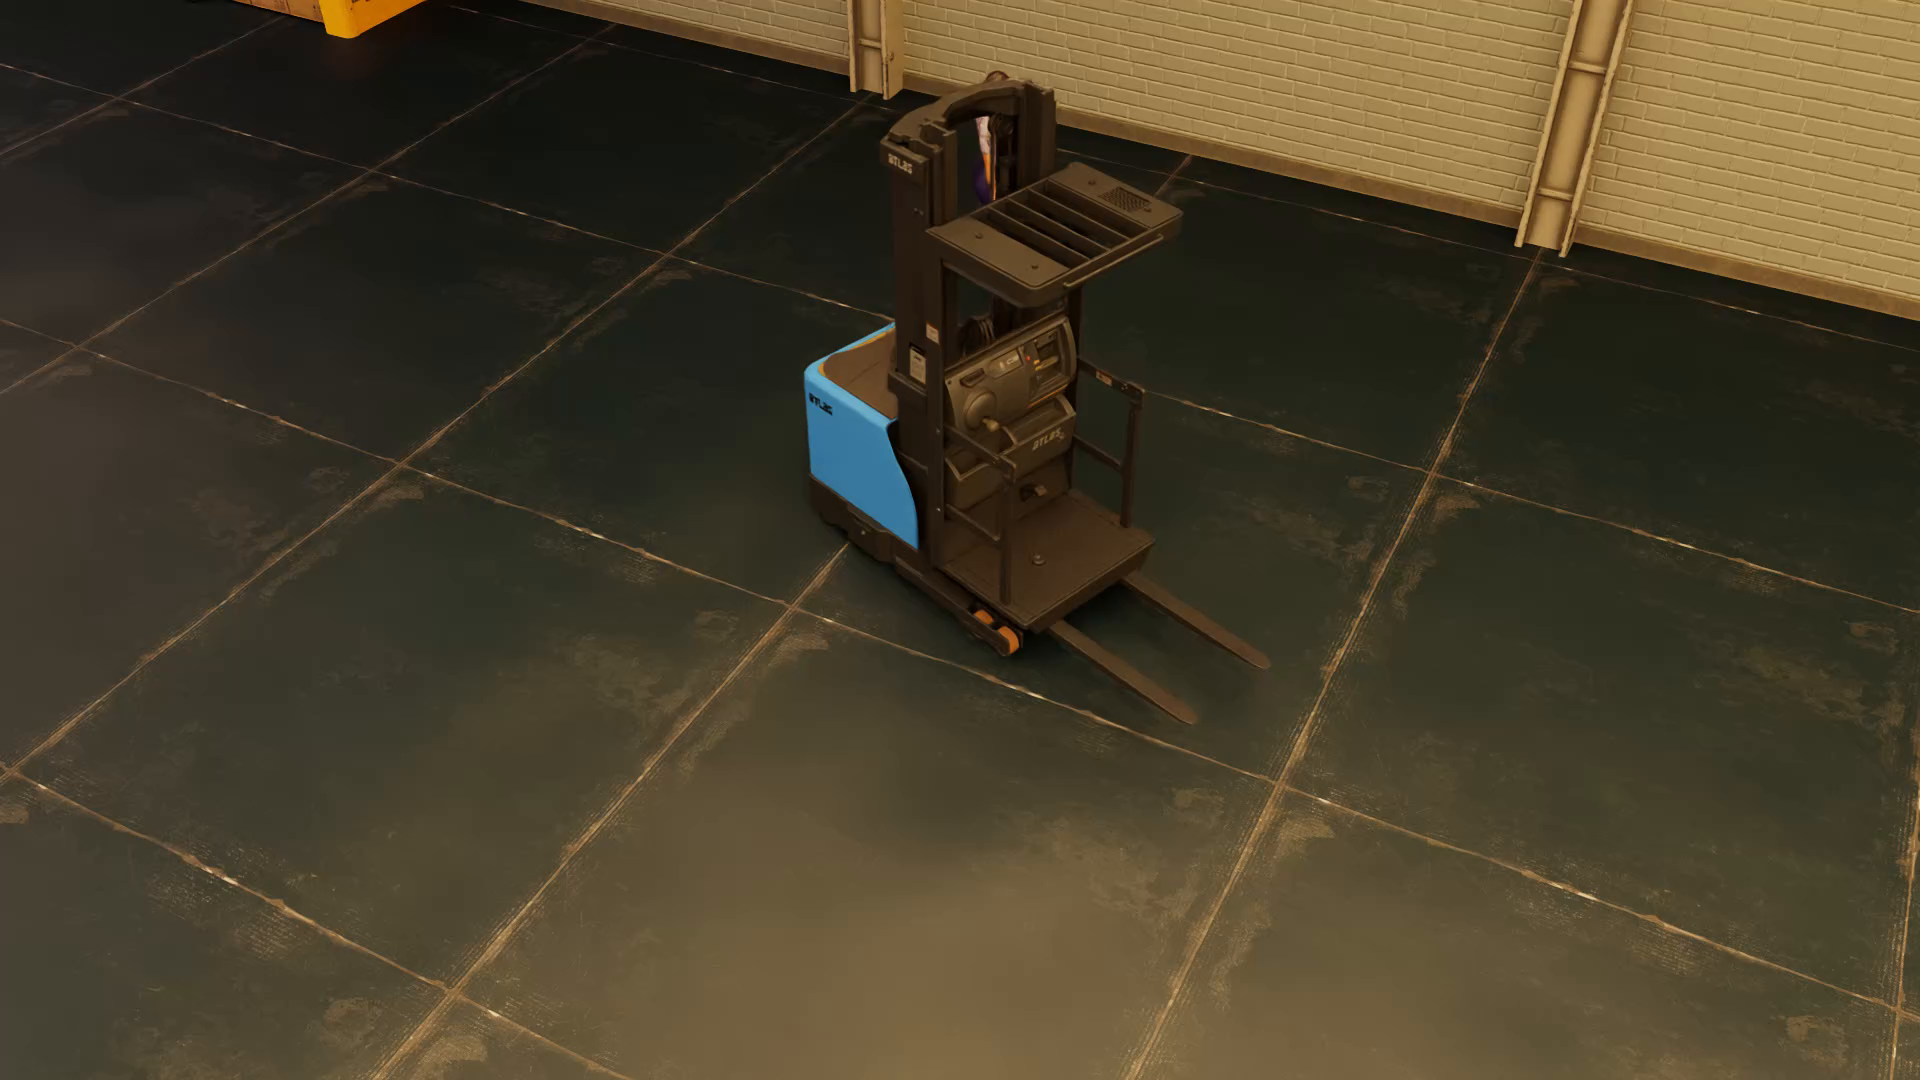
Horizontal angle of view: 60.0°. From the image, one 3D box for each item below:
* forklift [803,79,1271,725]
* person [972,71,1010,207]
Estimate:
[{"bbox_3d":[0.430,-0.837,8.980,1.130,2.935,3.031,-31,49,-31],"label":"forklift"},{"bbox_3d":[0.284,-2.617,12.094,0.385,1.650,0.563,-3,40,-4],"label":"person"}]
